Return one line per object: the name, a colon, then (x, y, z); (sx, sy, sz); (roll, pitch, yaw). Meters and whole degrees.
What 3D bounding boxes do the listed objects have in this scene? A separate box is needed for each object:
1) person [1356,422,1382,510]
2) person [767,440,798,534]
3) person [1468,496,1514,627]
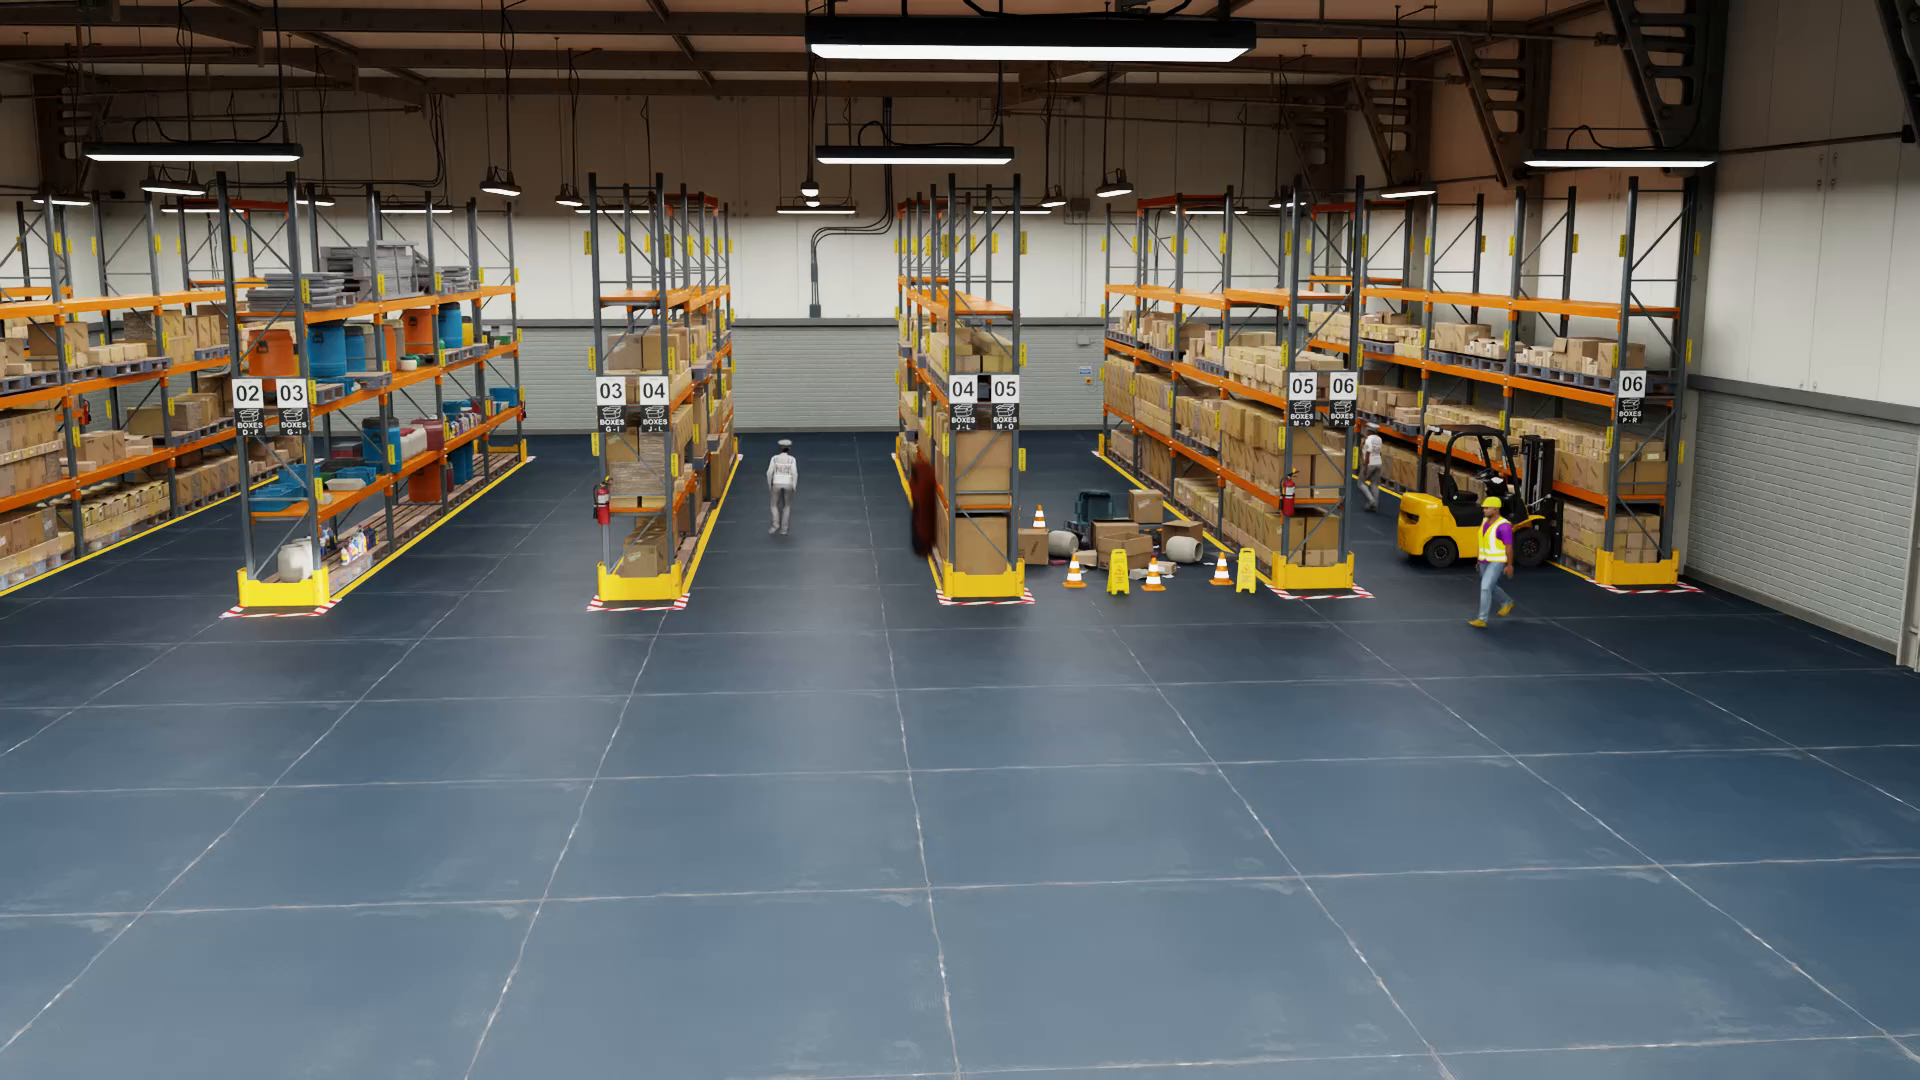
person: (7.884, -1.402, 31.803); (0.503, 1.681, 0.444); (-8, 13, -37)
person: (-3.115, -0.907, 29.134); (0.542, 1.646, 0.617); (0, 10, -3)
person: (7.138, 0.277, 22.135); (0.983, 1.730, 0.570); (-6, 11, -29)
